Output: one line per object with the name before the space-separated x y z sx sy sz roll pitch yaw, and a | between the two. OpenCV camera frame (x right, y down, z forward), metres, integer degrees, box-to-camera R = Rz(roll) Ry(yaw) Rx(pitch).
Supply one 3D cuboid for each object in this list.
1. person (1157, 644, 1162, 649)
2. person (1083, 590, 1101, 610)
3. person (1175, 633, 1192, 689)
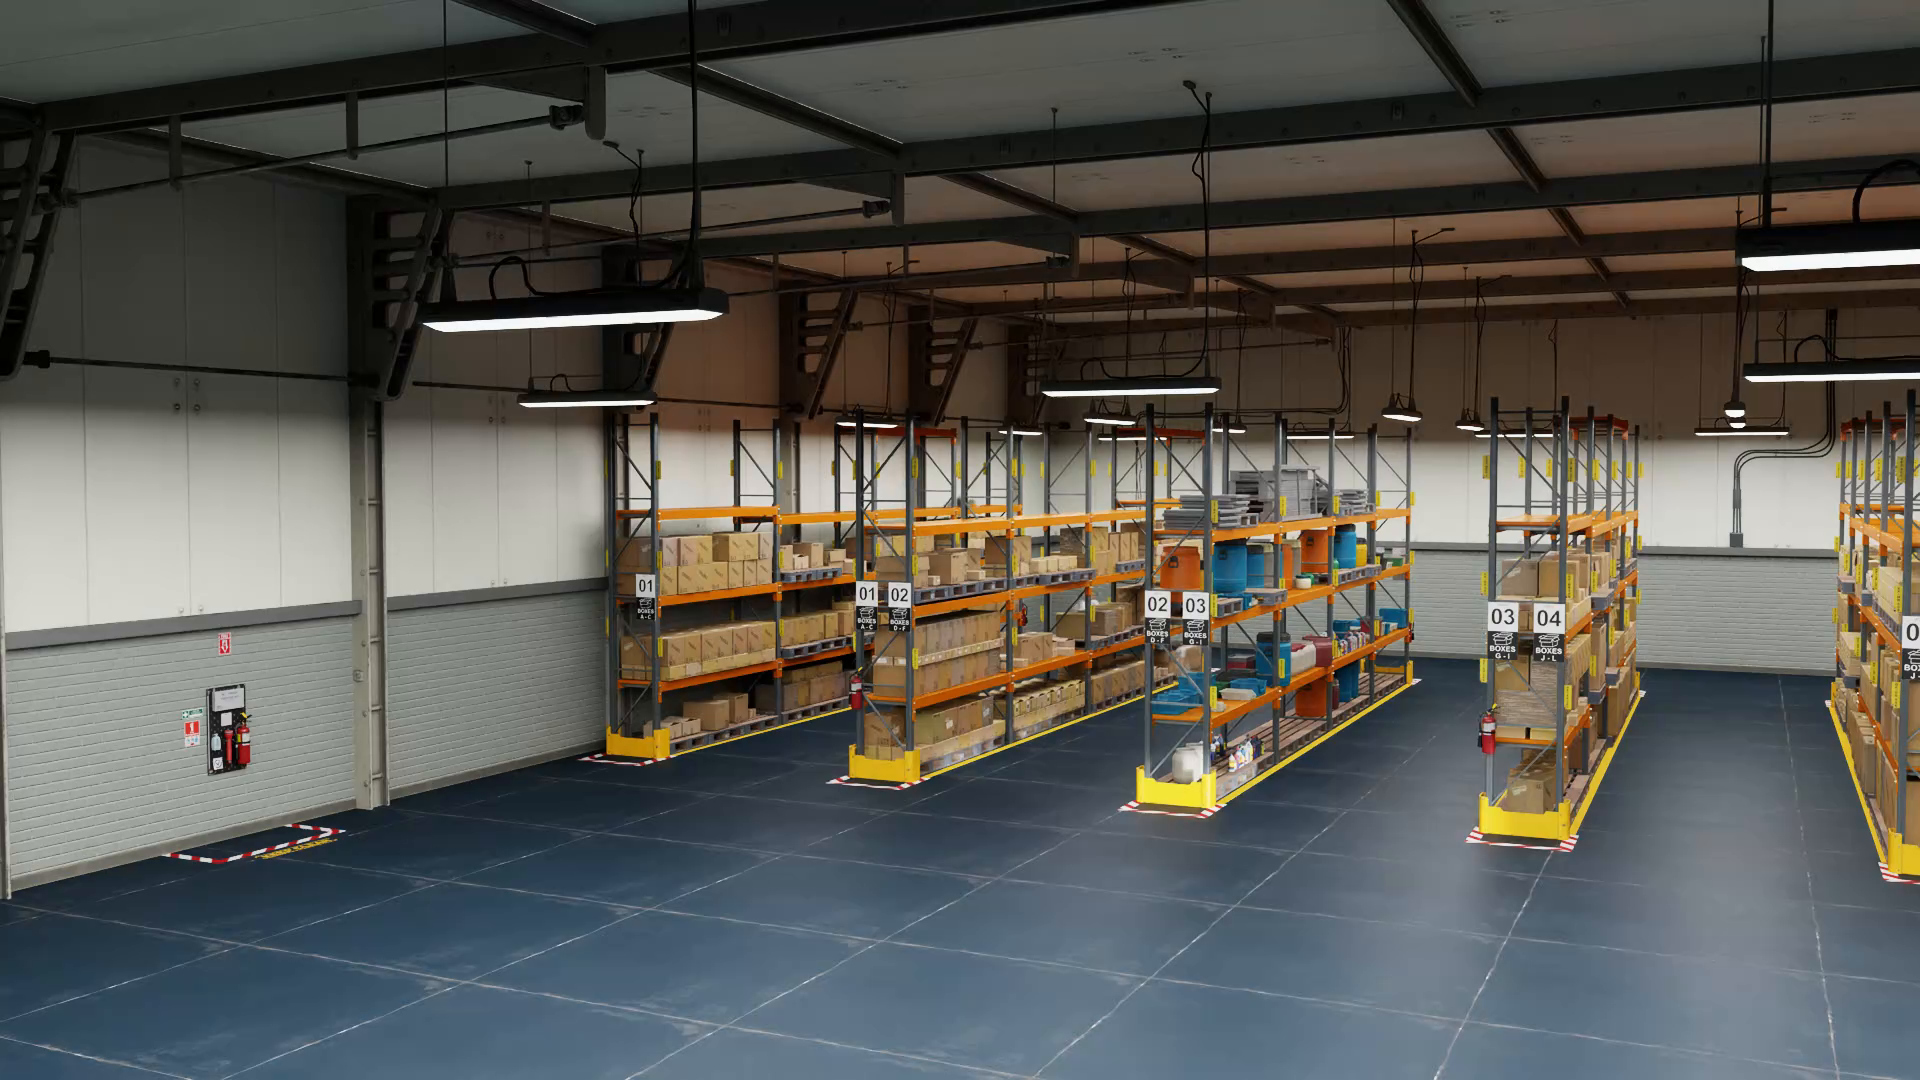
person | 5.035 2.348 43.081 0.464 1.636 0.995 1 3 22
person | 3.554 2.246 44.944 0.560 1.791 0.543 0 2 5
person | 4.651 2.726 34.404 0.446 1.651 0.539 0 2 7
